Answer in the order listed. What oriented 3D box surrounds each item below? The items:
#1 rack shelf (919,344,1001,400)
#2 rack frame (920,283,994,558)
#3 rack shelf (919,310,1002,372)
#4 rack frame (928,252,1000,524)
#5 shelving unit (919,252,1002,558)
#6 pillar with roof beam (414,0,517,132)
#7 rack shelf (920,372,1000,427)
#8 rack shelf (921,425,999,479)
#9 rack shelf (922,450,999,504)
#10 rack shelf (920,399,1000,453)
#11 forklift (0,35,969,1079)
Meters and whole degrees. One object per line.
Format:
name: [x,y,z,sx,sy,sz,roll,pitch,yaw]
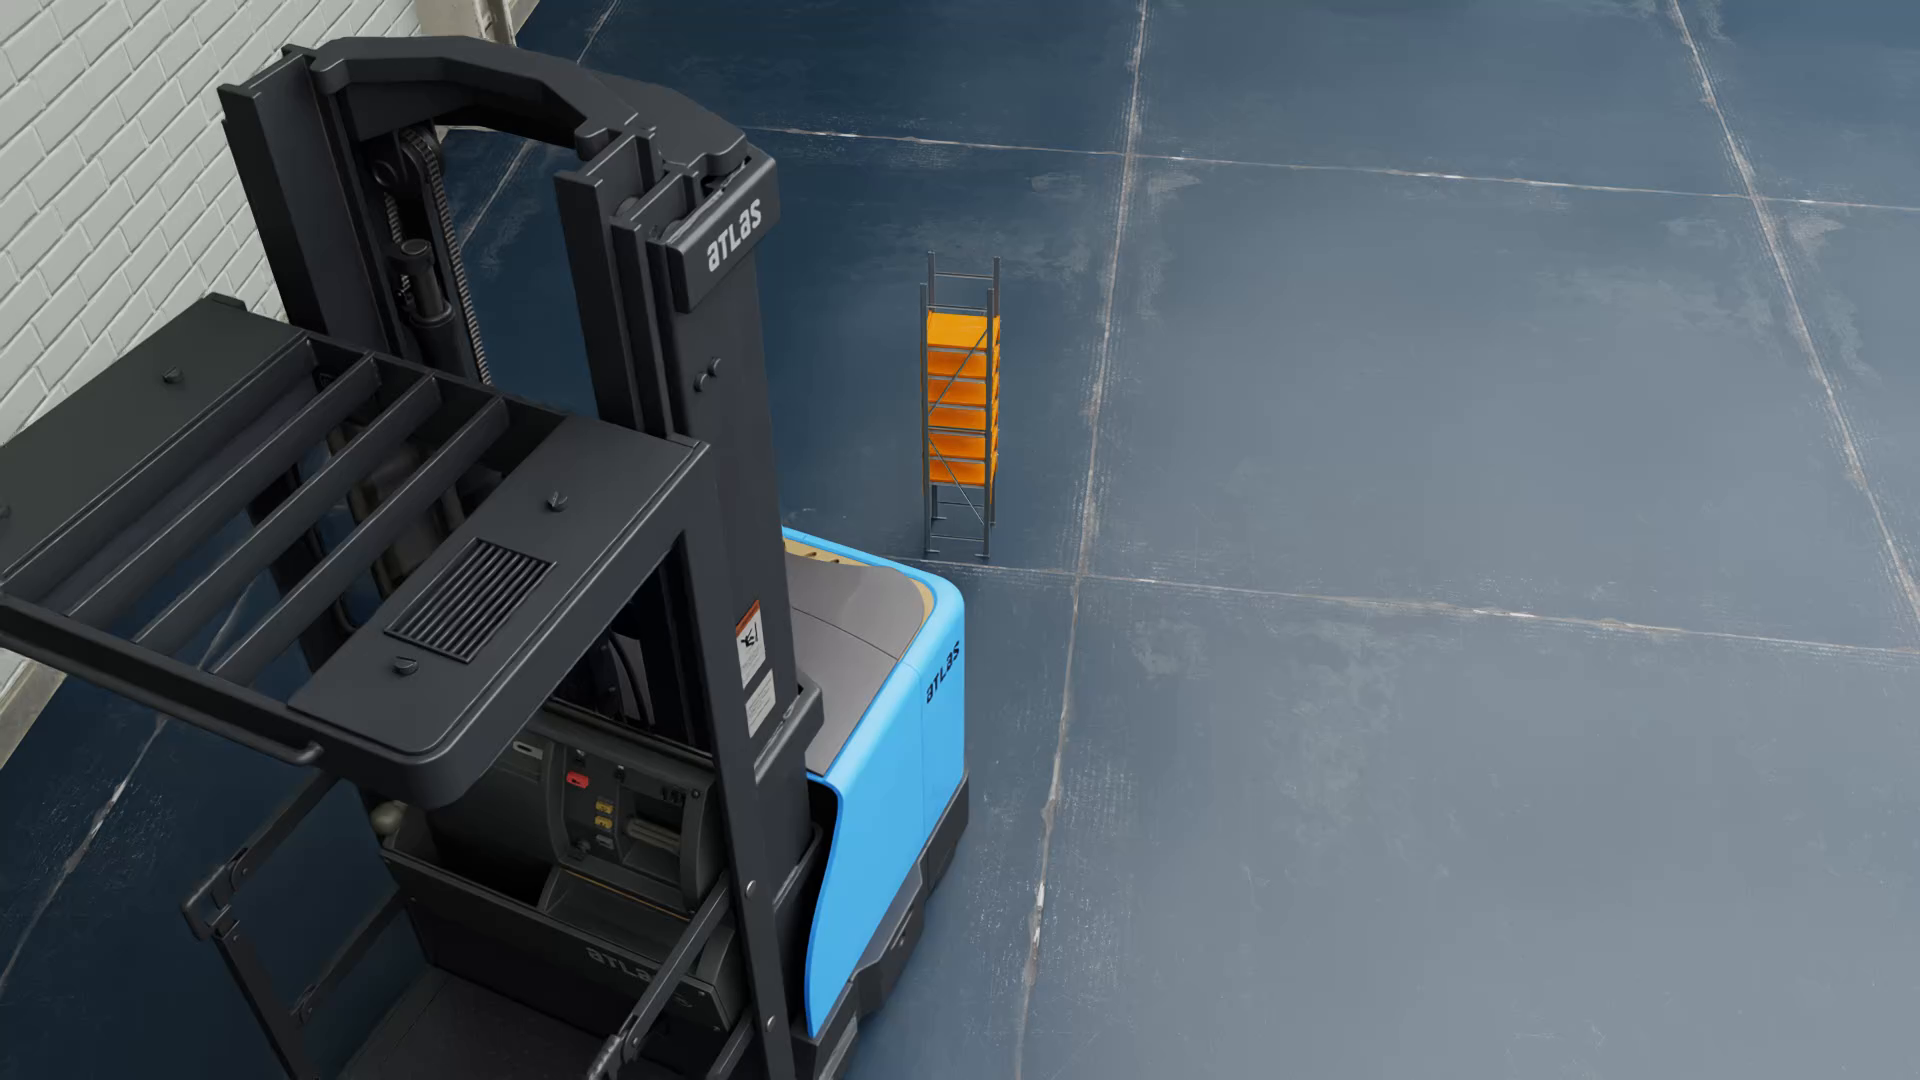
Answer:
rack shelf: [0.002,-0.588,5.713,0.258,0.103,0.180,5,44,6]
rack frame: [-0.010,-0.383,5.782,0.240,1.200,0.006,5,44,6]
rack shelf: [0.002,-0.675,5.631,0.258,0.103,0.180,5,44,6]
rack frame: [0.014,-0.508,5.914,0.240,1.200,0.006,5,44,6]
shelving unit: [0.002,-0.446,5.848,0.258,1.200,0.189,5,44,6]
pillar with roof beam: [1.815,-5.095,5.085,9.100,9.000,0.400,5,44,6]
rack shelf: [0.002,-0.500,5.796,0.258,0.103,0.180,5,44,6]
rack shelf: [0.002,-0.326,5.961,0.258,0.103,0.180,5,44,6]
rack shelf: [0.002,-0.239,6.043,0.258,0.103,0.180,5,44,6]
rack shelf: [0.002,-0.413,5.878,0.258,0.103,0.180,5,44,6]
forklift: [-1.039,0.622,3.461,1.130,2.935,3.031,17,46,17]
